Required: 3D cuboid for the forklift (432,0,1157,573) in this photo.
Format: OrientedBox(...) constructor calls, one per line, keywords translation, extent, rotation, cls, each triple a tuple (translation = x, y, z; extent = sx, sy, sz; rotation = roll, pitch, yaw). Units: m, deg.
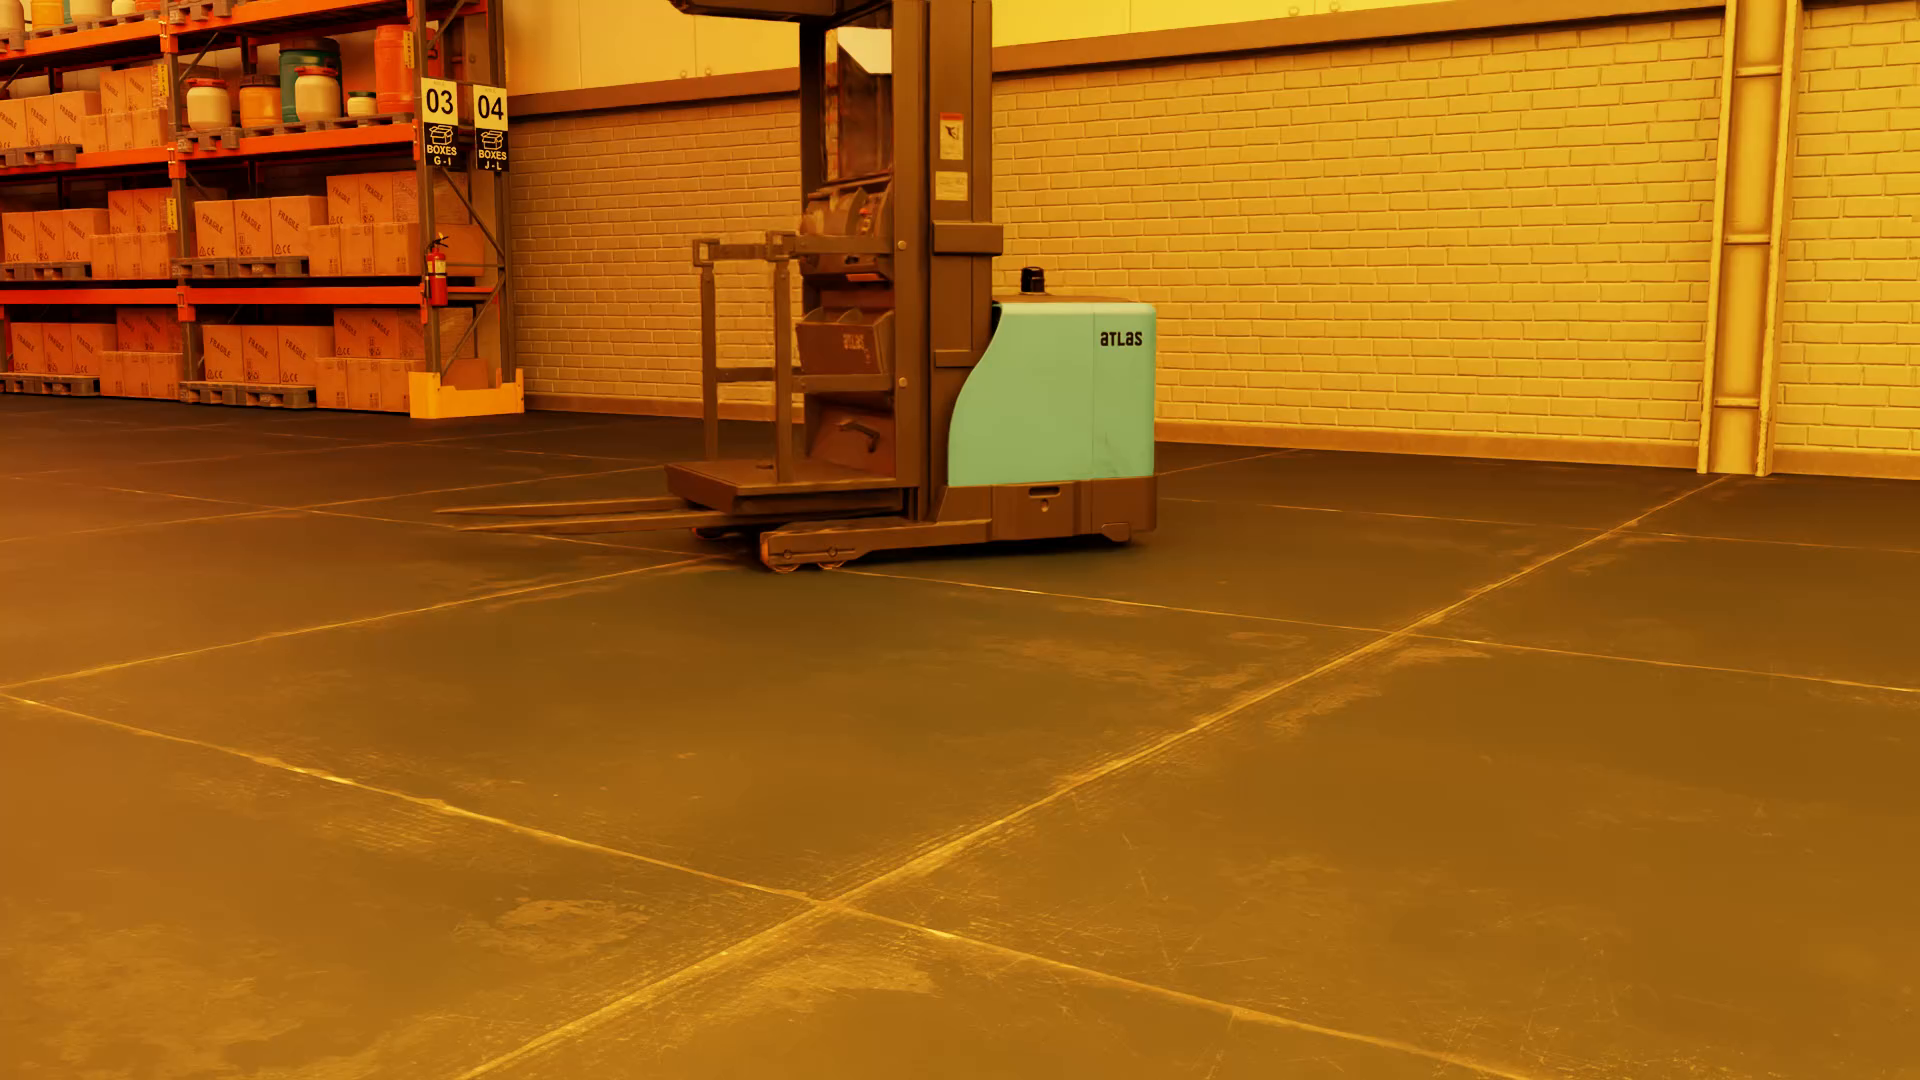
OrientedBox(translation=(-0.676, -1.403, 7.056), extent=(3.031, 2.935, 1.130), rotation=(-4, 9, -25), cls="forklift")
